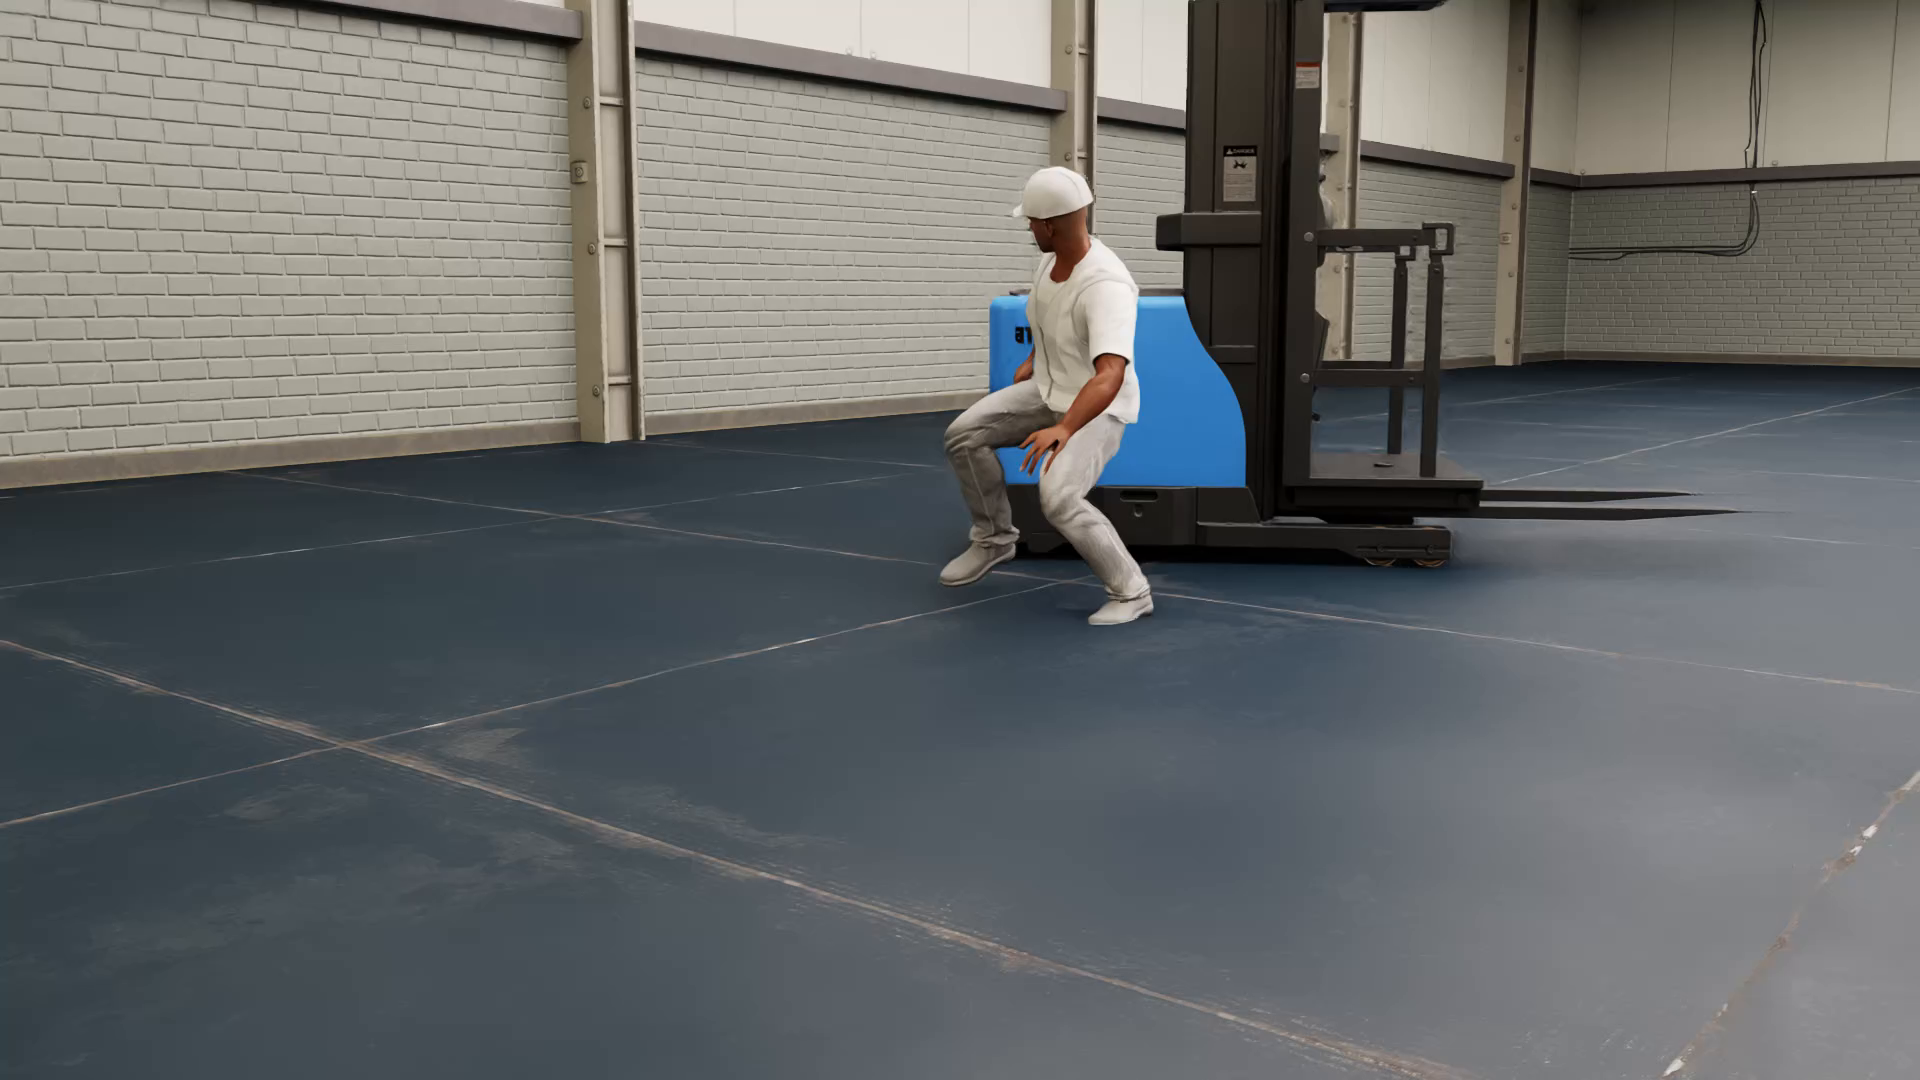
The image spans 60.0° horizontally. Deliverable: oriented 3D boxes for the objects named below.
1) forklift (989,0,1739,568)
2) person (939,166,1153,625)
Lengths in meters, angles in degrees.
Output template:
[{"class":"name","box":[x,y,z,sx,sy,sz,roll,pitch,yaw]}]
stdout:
[{"class":"forklift","box":[1.663,-1.421,6.992,3.031,2.935,1.130,1,8,7]},{"class":"person","box":[0.289,-0.489,5.688,0.693,1.521,0.841,-6,10,-35]}]
